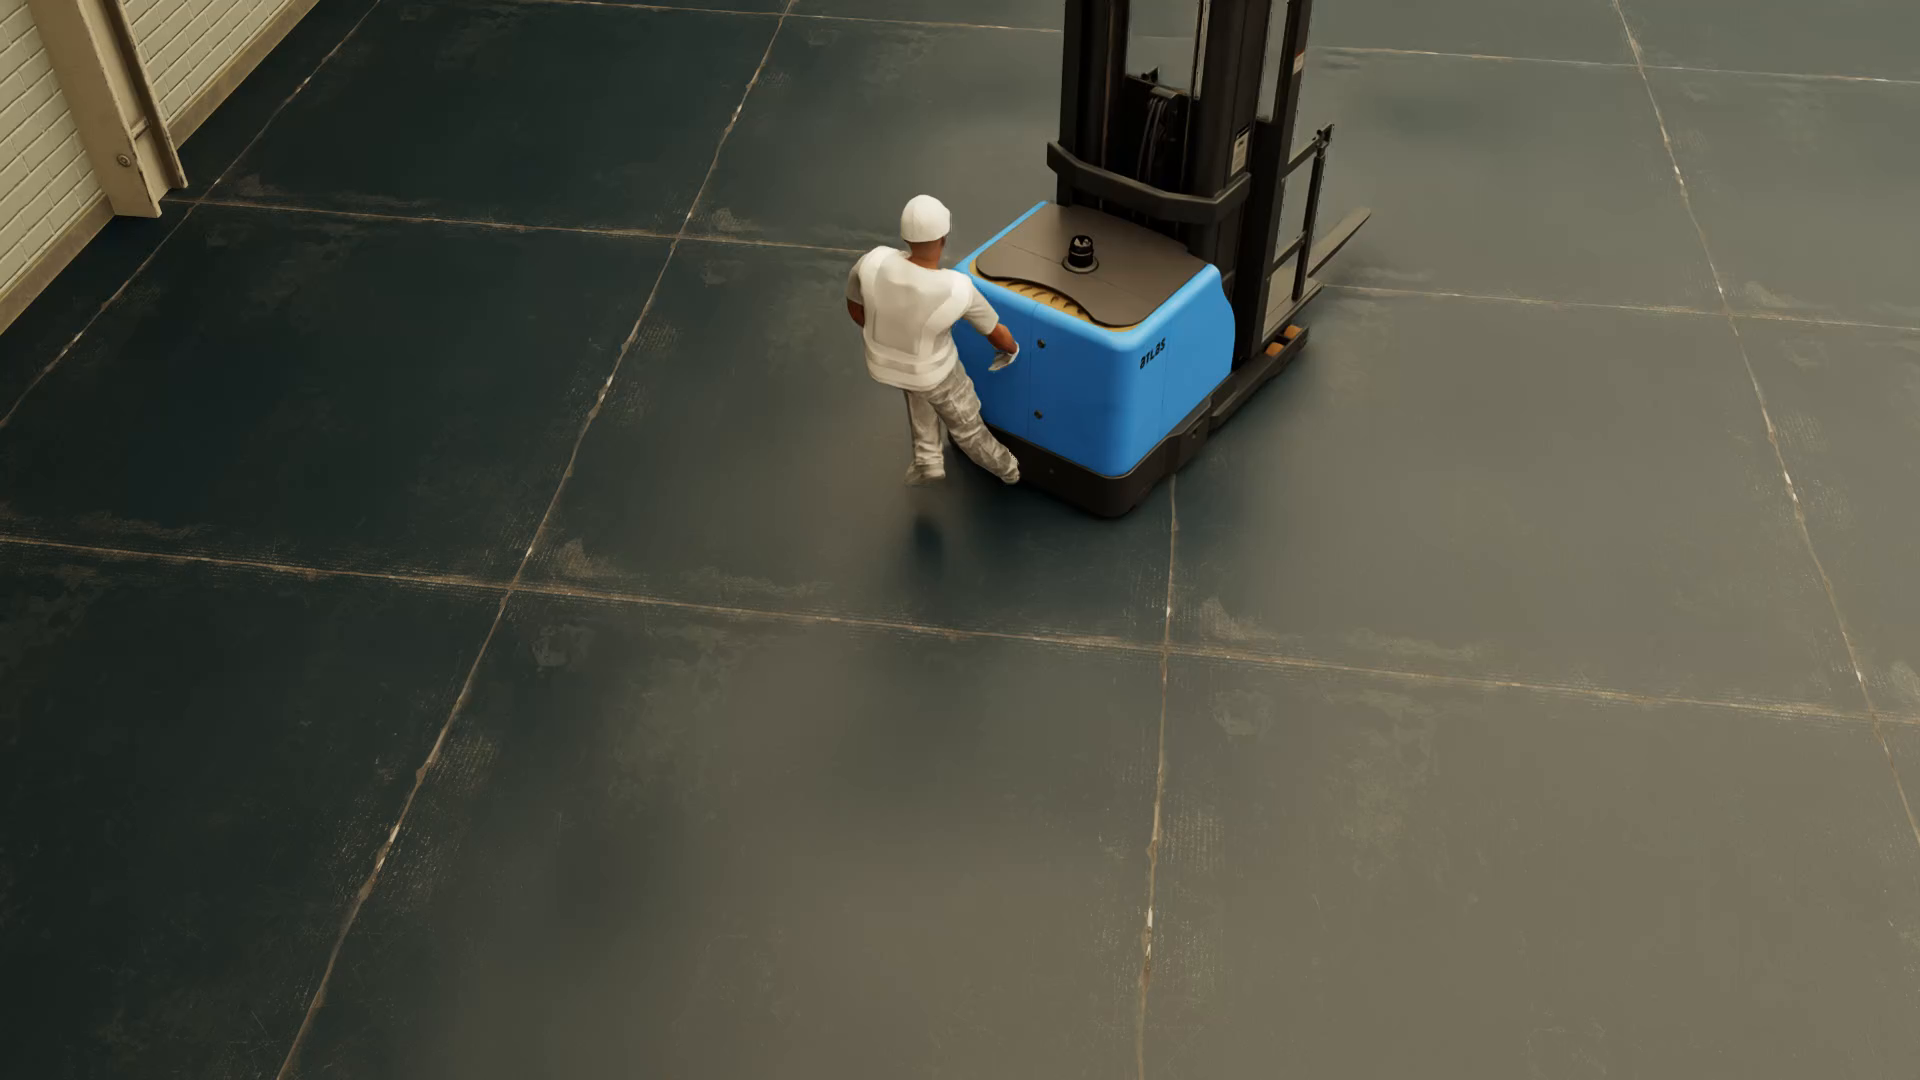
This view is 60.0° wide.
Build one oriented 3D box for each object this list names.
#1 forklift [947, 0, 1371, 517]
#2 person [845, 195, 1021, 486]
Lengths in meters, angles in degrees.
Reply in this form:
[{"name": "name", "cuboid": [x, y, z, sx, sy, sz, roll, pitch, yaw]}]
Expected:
[{"name": "forklift", "cuboid": [1.217, -2.142, 8.056, 1.130, 2.935, 3.031, 27, 49, 26]}, {"name": "person", "cuboid": [-0.077, -0.927, 7.653, 0.753, 1.680, 0.757, 17, 45, 18]}]
